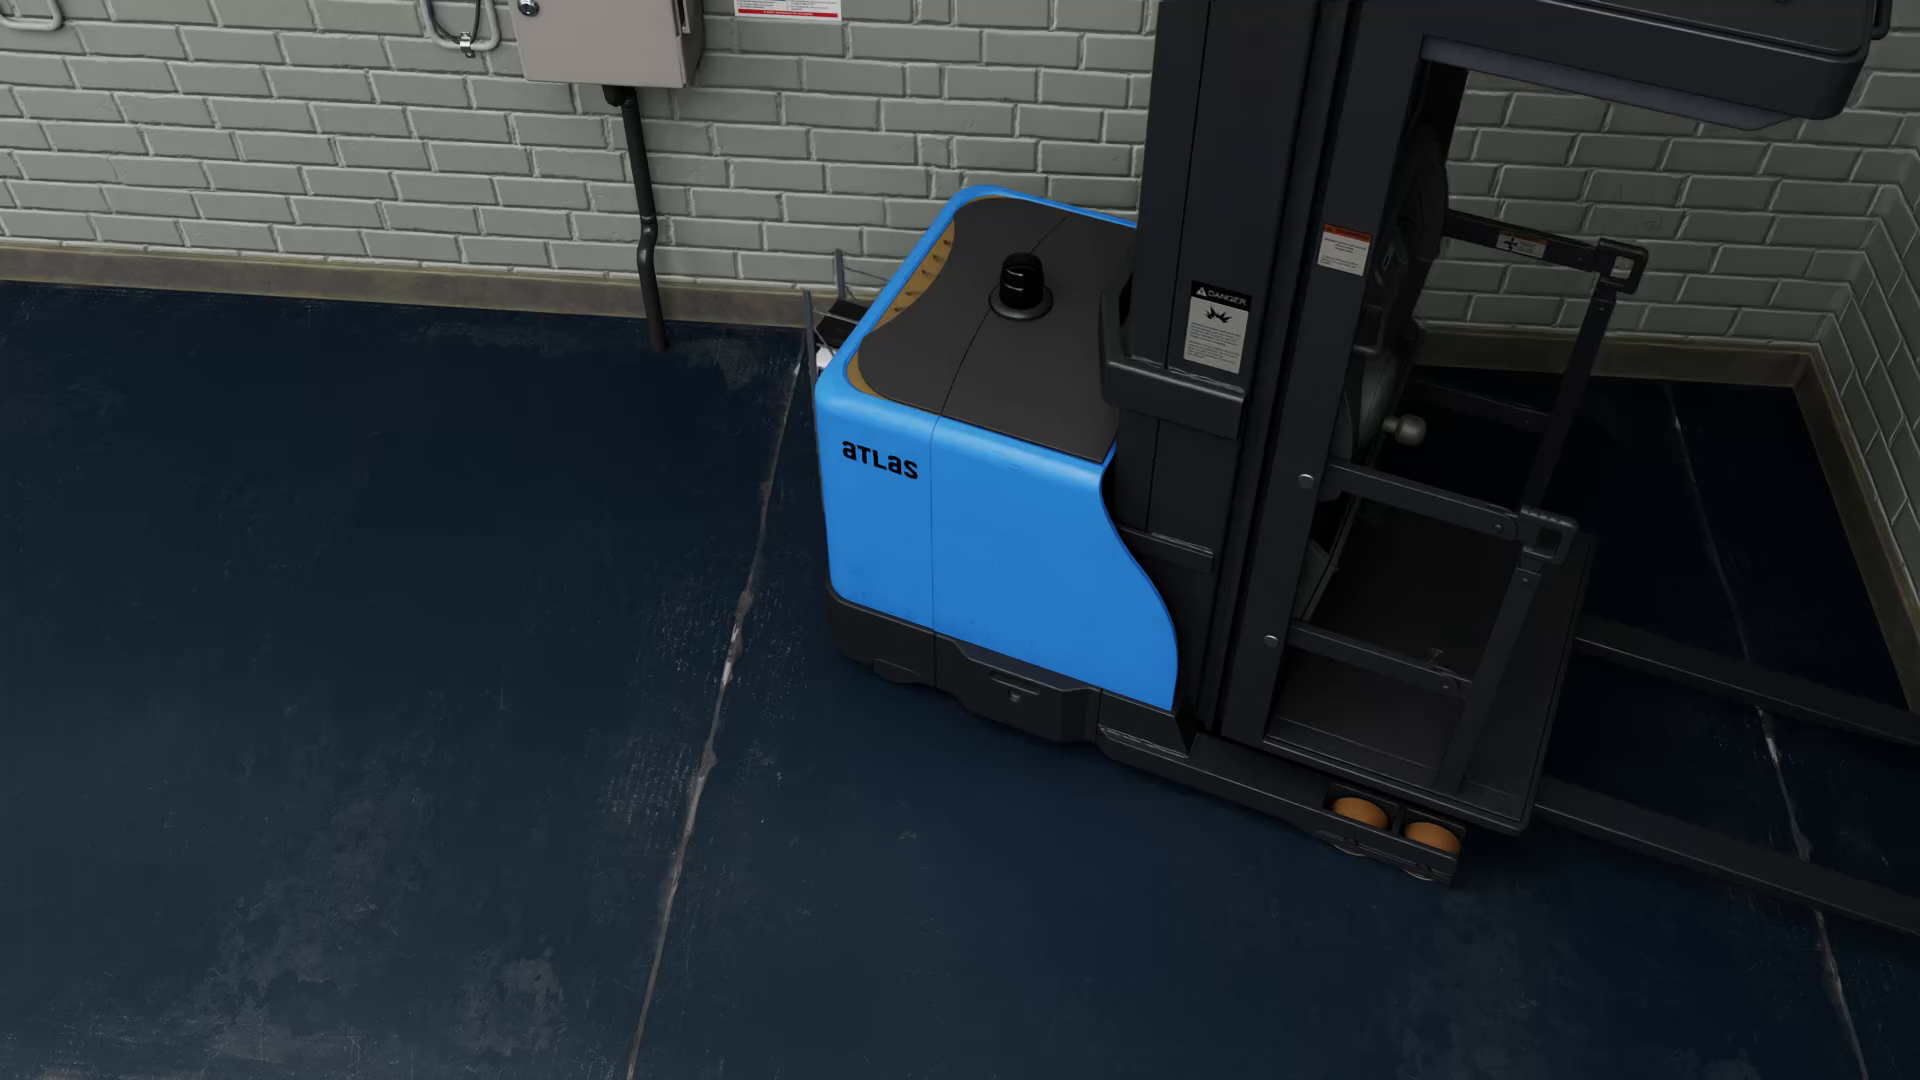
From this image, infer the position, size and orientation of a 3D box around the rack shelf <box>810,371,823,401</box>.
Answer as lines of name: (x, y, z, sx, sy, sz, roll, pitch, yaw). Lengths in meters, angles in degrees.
rack shelf: (-0.289, -0.470, 4.993, 0.258, 0.077, 0.200, 18, 50, 16)

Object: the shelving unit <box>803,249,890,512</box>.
shelving unit: (-0.289, -0.431, 5.035, 0.258, 0.900, 0.210, 18, 50, 16)

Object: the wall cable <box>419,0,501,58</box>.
wall cable: (-1.700, -2.174, 4.517, 0.588, 1.984, 0.122, 4, 48, 4)

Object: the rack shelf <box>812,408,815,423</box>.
rack shelf: (-0.289, -0.409, 5.059, 0.258, 0.077, 0.200, 18, 50, 16)

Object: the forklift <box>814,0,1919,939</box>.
forklift: (1.181, -0.534, 3.753, 3.031, 2.935, 1.130, 18, 50, 16)

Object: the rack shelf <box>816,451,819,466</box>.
rack shelf: (-0.289, -0.287, 5.192, 0.258, 0.077, 0.200, 18, 50, 16)

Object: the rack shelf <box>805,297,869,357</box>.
rack shelf: (-0.290, -0.591, 4.860, 0.258, 0.077, 0.200, 18, 50, 16)

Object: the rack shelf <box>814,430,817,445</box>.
rack shelf: (-0.289, -0.348, 5.125, 0.258, 0.077, 0.200, 18, 50, 16)

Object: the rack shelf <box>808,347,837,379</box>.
rack shelf: (-0.290, -0.530, 4.926, 0.258, 0.077, 0.200, 18, 50, 16)

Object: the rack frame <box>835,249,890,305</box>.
rack frame: (-0.248, -0.500, 5.097, 0.240, 0.900, 0.006, 18, 50, 16)

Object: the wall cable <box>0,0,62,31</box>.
wall cable: (-3.113, -2.272, 4.585, 0.585, 1.953, 0.123, 4, 48, 4)

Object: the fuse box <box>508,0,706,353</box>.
fuse box: (-1.035, -1.235, 5.220, 0.539, 1.711, 0.414, 4, 48, 4)

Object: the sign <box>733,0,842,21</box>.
sign: (-0.524, -1.757, 4.888, 0.329, 0.494, 0.001, 4, 48, 4)

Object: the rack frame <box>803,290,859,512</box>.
rack frame: (-0.330, -0.363, 4.972, 0.240, 0.900, 0.006, 18, 50, 16)
